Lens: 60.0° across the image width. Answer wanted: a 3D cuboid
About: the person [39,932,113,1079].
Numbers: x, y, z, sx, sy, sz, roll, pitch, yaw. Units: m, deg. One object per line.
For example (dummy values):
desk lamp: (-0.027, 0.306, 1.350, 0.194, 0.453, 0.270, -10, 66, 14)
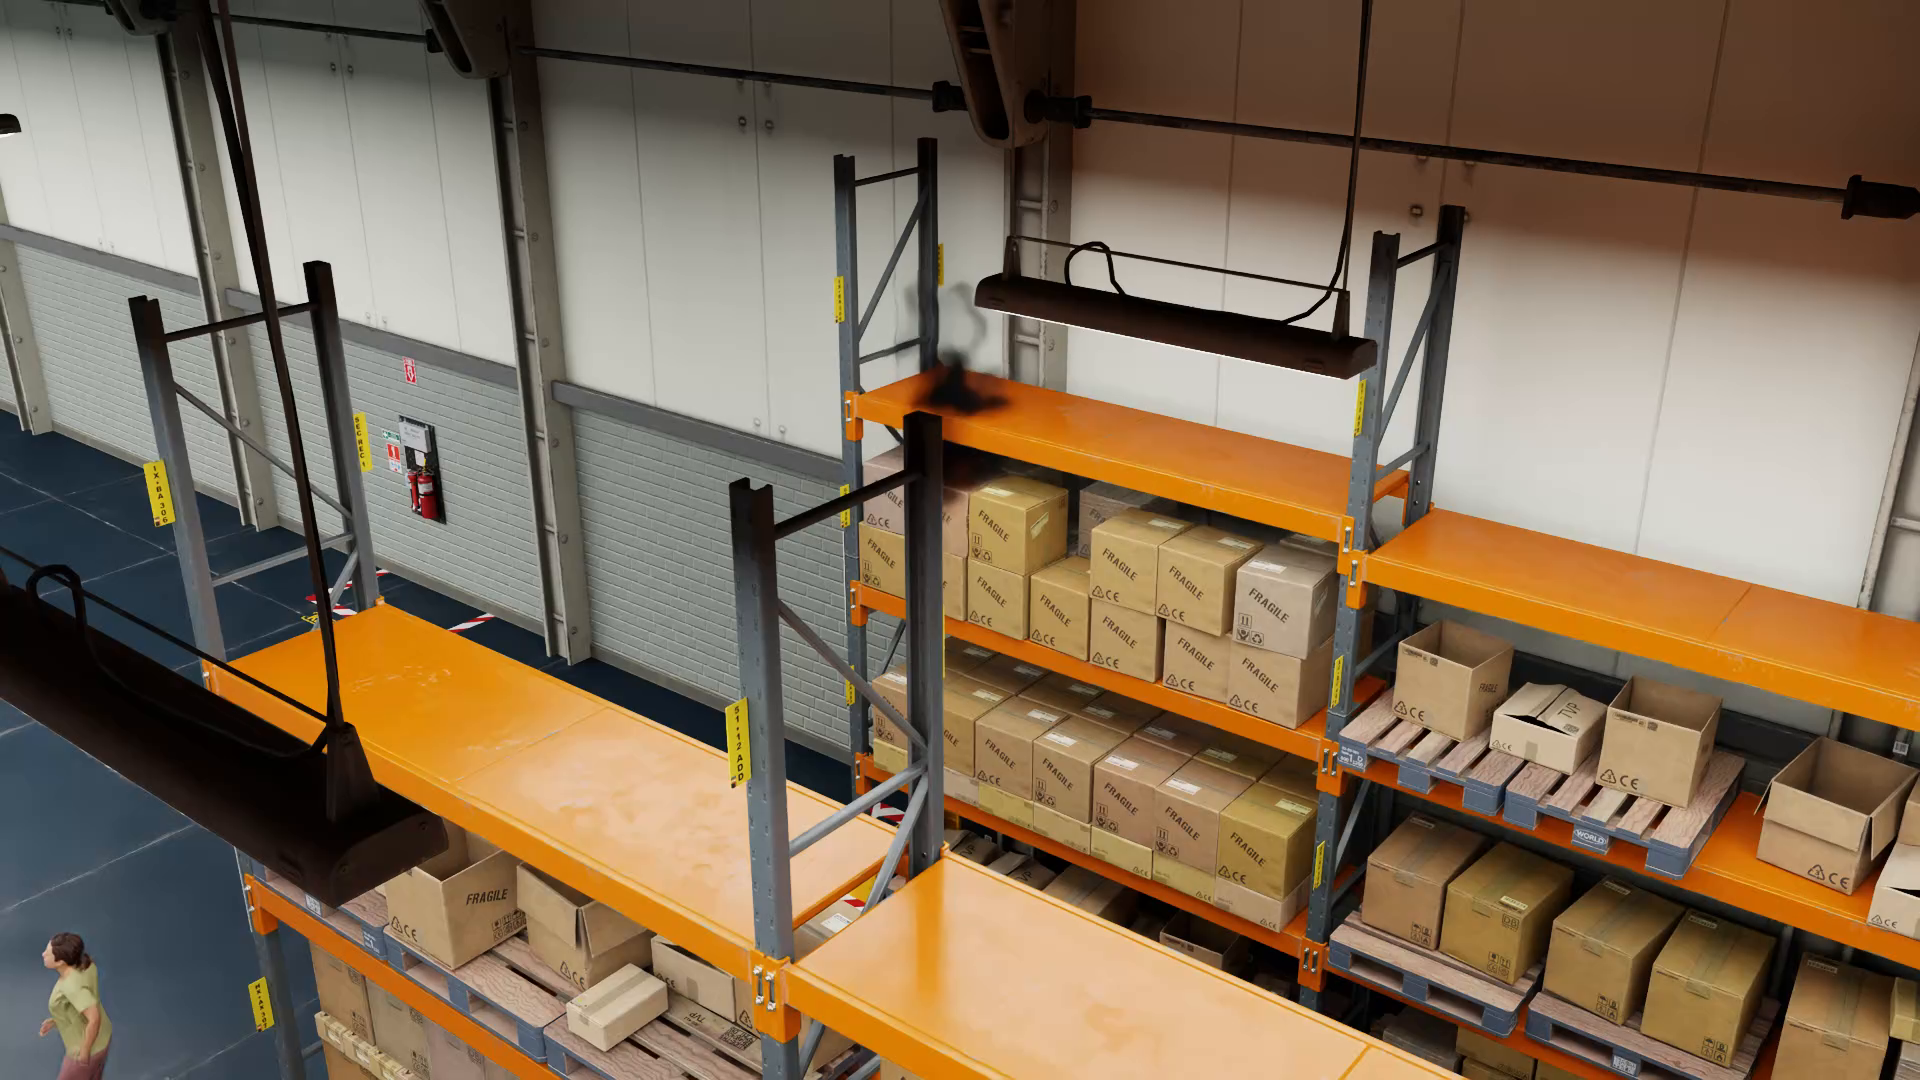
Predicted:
person: (-5.587, 3.228, 10.684, 0.613, 1.625, 0.598, -7, 24, -16)
